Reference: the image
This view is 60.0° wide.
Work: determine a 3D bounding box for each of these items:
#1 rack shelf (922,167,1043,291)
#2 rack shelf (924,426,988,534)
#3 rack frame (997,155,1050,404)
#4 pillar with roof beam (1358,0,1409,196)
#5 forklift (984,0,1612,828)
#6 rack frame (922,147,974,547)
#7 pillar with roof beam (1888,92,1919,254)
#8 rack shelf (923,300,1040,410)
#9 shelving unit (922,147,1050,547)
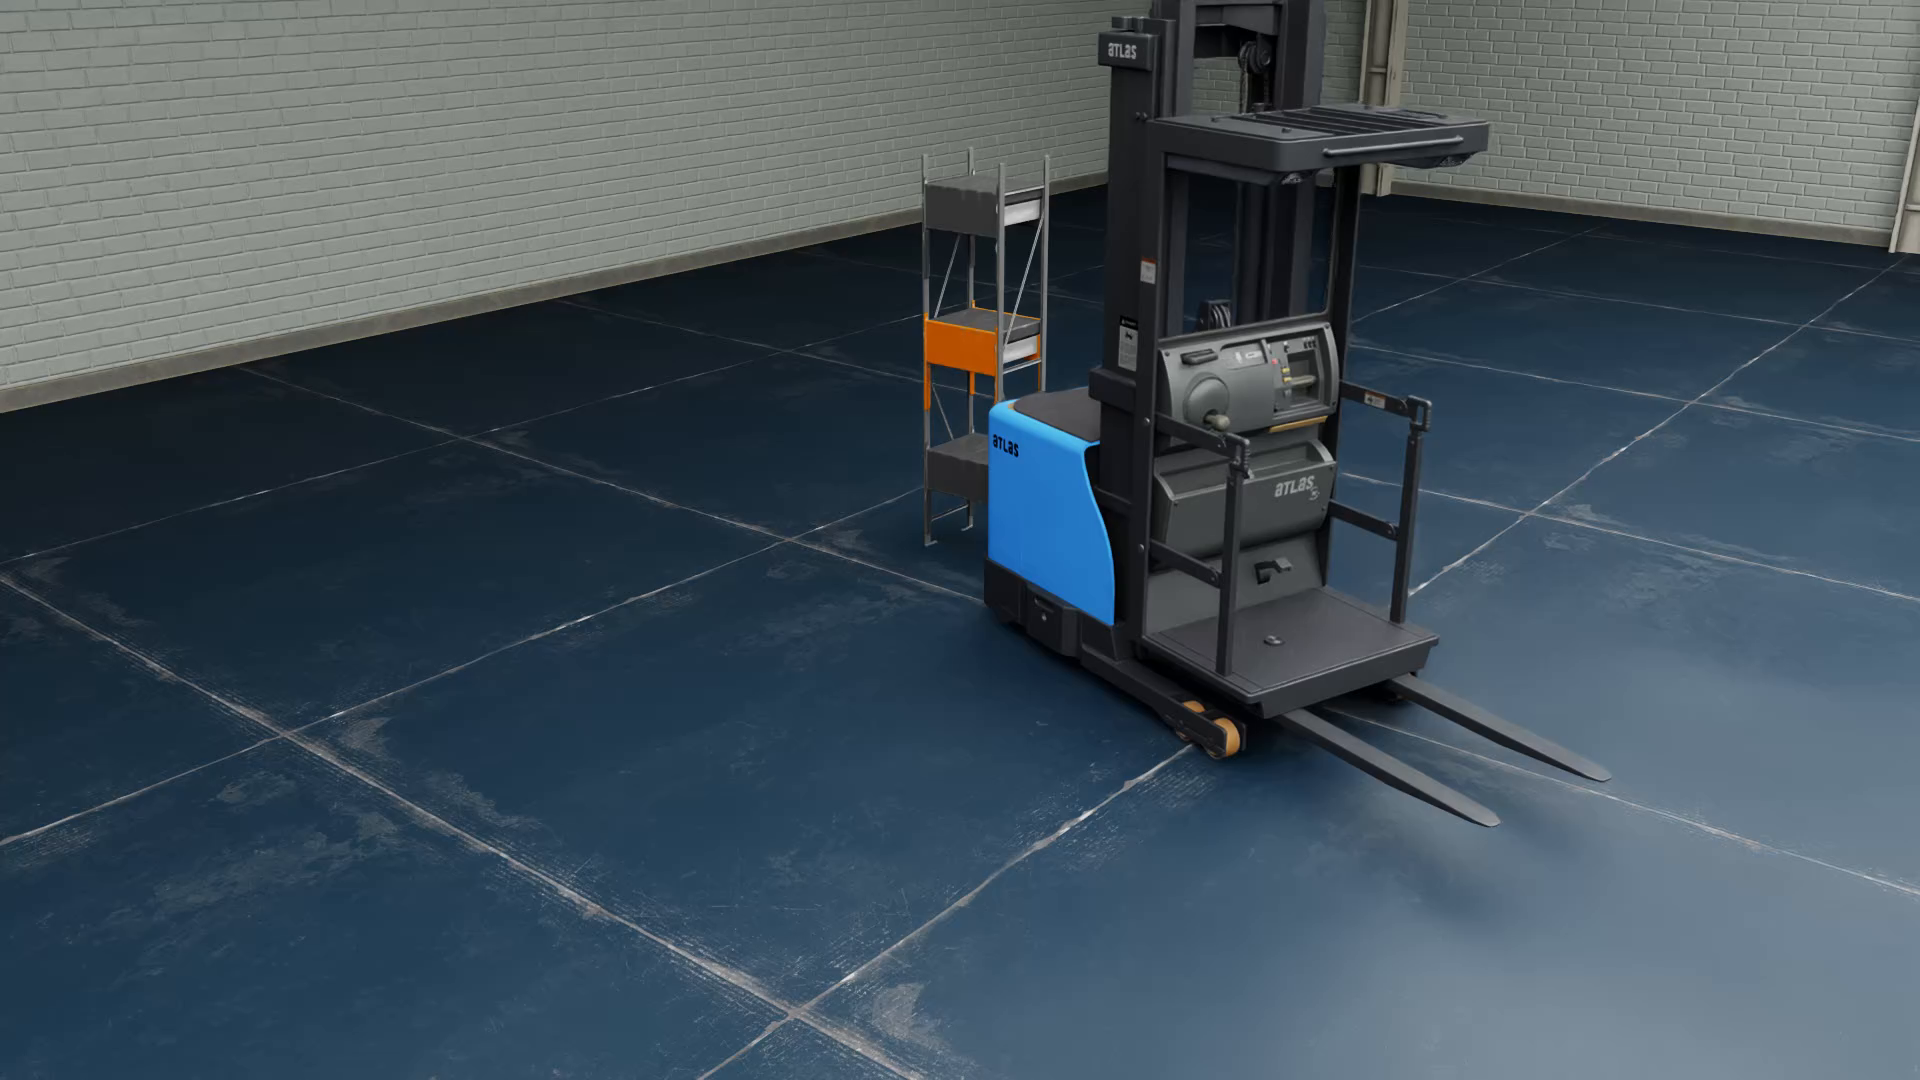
[{"bbox_3d":[0.128,-1.588,8.458,0.480,0.518,0.431,16,26,36],"label":"rack shelf"},{"bbox_3d":[0.128,-0.278,8.952,0.480,0.518,0.431,16,26,36],"label":"rack shelf"},{"bbox_3d":[0.317,-0.891,8.555,0.015,2.100,0.400,16,26,36],"label":"rack frame"},{"bbox_3d":[2.344,-7.307,15.792,0.400,9.000,9.100,16,26,36],"label":"pillar with roof beam"},{"bbox_3d":[1.335,-0.665,6.779,1.130,2.935,3.031,-13,24,-30],"label":"forklift"},{"bbox_3d":[-0.061,-1.000,8.844,0.015,2.100,0.400,16,26,36],"label":"rack frame"},{"bbox_3d":[6.992,-5.969,12.242,0.400,9.000,9.100,16,26,36],"label":"pillar with roof beam"},{"bbox_3d":[0.128,-0.933,8.705,0.480,0.518,0.431,16,26,36],"label":"rack shelf"},{"bbox_3d":[0.128,-0.946,8.700,0.503,2.100,0.431,16,26,36],"label":"shelving unit"}]
